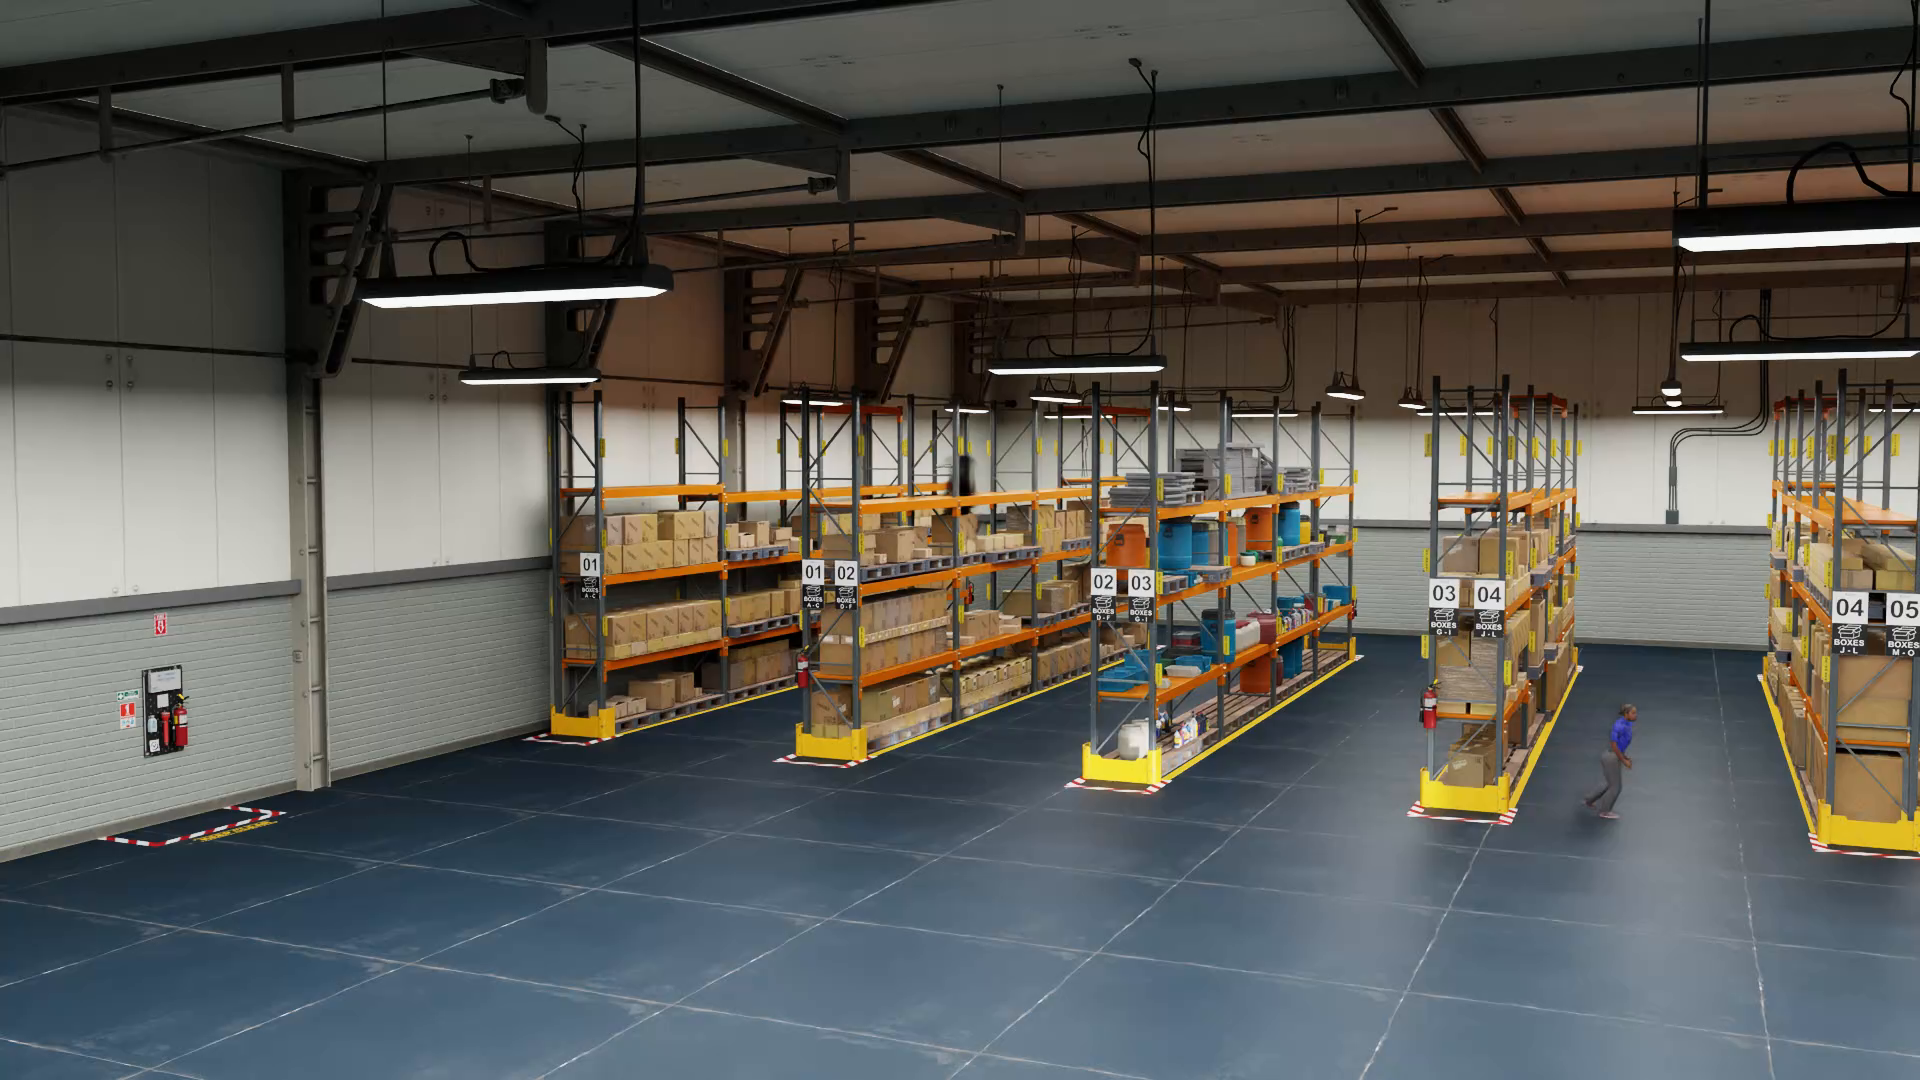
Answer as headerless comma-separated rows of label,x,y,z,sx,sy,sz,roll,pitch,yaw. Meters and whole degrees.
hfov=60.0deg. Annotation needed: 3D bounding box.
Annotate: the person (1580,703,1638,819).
person,8.789,2.969,22.494,0.711,1.577,0.578,2,4,32
